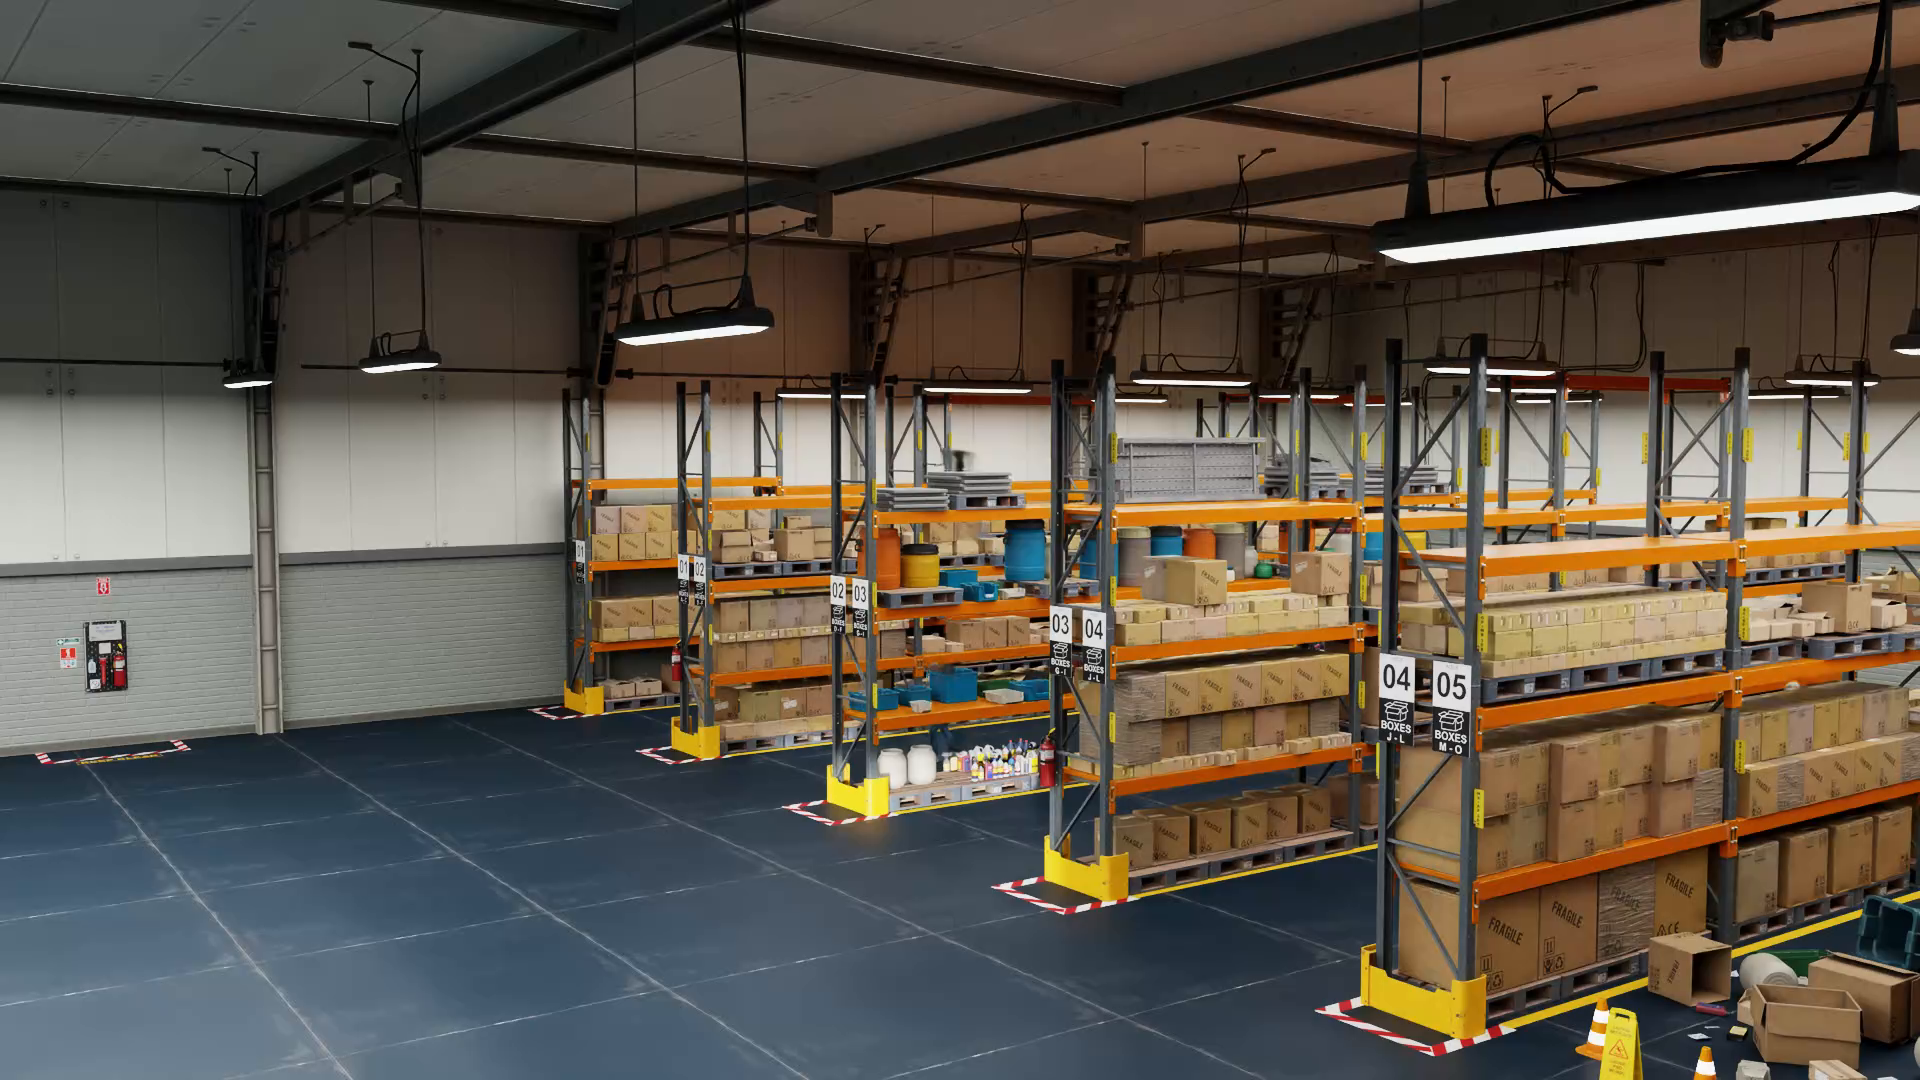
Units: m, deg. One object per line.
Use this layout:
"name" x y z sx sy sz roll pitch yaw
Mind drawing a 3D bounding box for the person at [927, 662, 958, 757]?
"person" -0.326 2.769 26.142 0.608 1.501 0.639 0 4 -6

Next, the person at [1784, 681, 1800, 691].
"person" 12.087 2.815 23.942 0.740 1.601 0.586 -1 4 -14
